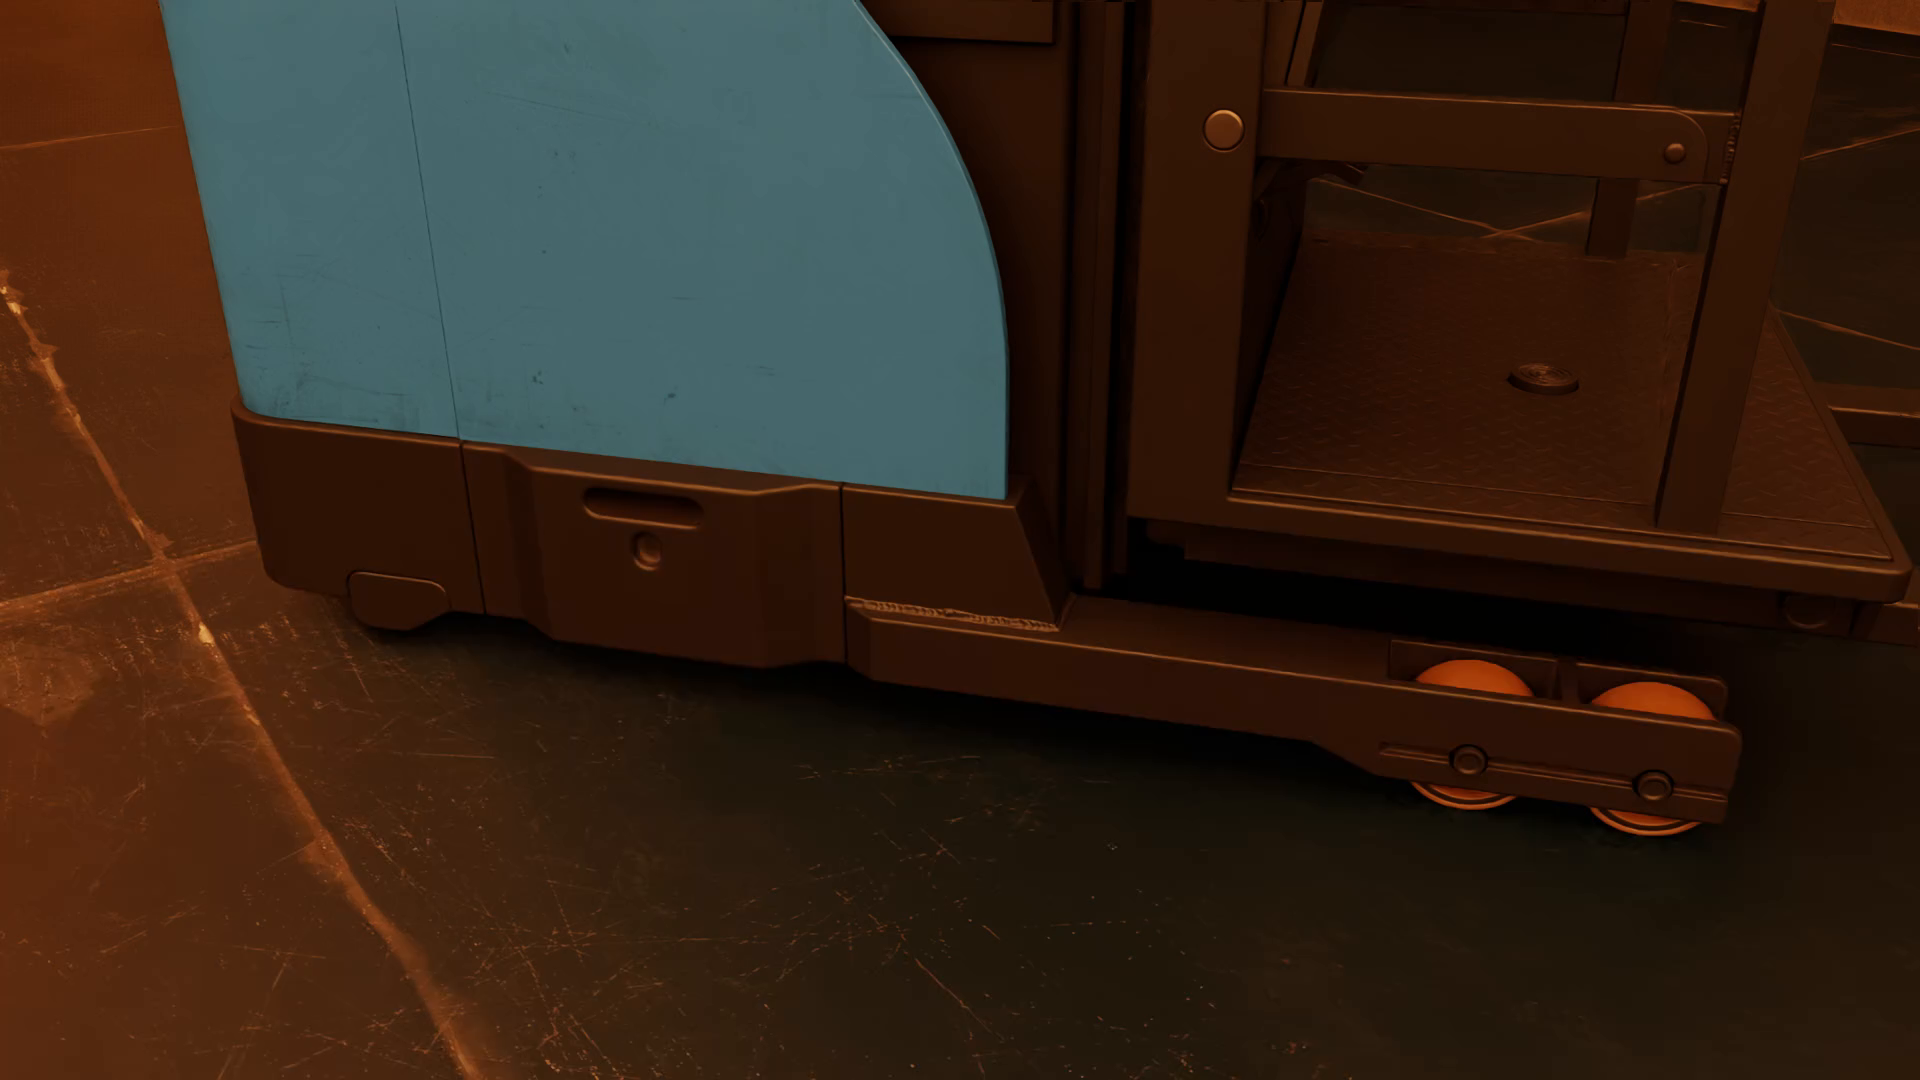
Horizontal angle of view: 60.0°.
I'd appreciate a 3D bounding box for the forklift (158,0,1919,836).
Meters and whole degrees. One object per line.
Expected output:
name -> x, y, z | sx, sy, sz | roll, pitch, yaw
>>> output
forklift -> 0.619, -1.246, 1.716 | 3.031, 2.935, 1.130 | 7, 27, 13
